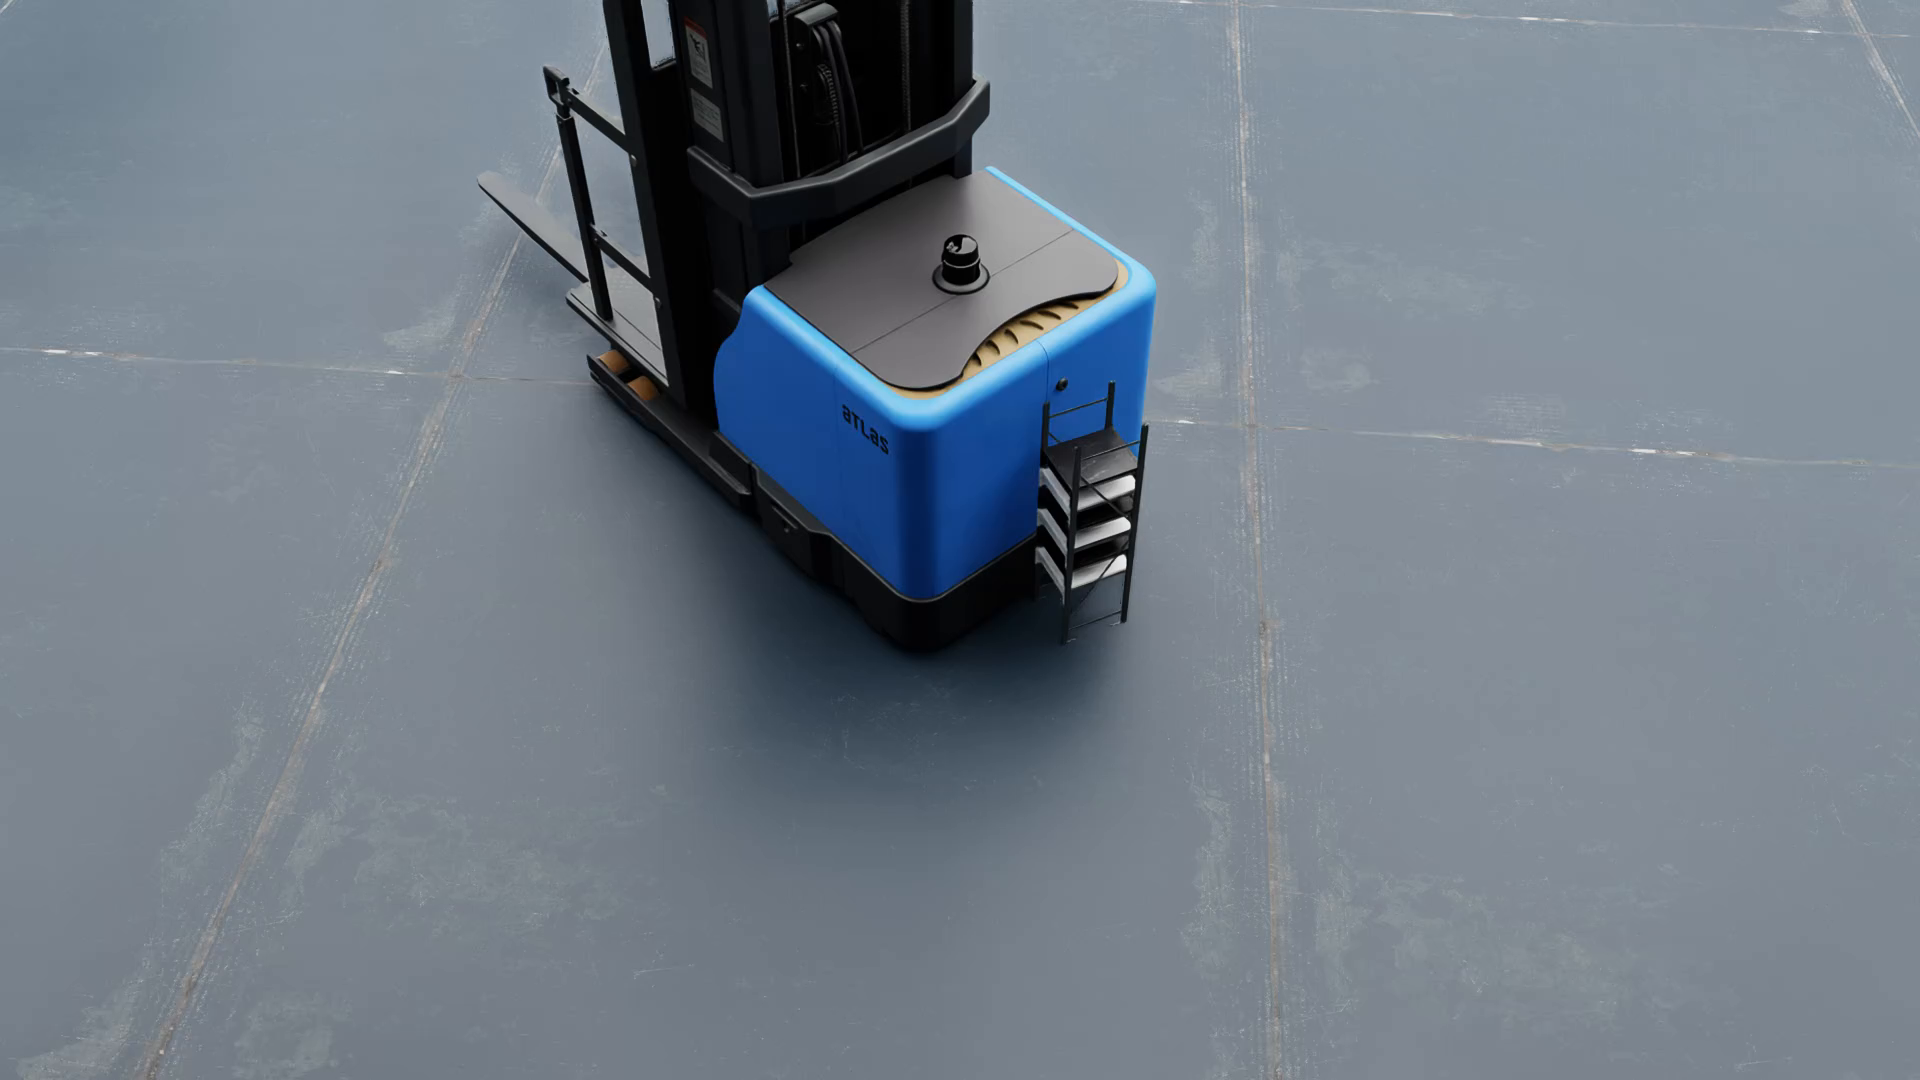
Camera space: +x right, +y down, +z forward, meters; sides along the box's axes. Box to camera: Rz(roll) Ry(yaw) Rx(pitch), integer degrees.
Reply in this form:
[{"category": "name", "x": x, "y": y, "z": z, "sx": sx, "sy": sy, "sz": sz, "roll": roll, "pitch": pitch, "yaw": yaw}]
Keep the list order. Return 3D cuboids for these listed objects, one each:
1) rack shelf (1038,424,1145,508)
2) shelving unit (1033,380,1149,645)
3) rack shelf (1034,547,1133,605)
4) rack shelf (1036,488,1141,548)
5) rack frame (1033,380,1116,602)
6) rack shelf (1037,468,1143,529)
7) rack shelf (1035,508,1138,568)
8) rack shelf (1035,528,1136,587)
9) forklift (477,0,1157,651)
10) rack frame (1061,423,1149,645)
[{"category": "rack shelf", "x": 0.397, "y": -0.226, "z": 5.026, "sx": 0.258, "sy": 0.077, "sz": 0.200, "roll": -19, "pitch": 50, "yaw": -16}, {"category": "shelving unit", "x": 0.397, "y": -0.066, "z": 5.200, "sx": 0.258, "sy": 0.900, "sz": 0.210, "roll": -19, "pitch": 50, "yaw": -16}, {"category": "rack shelf", "x": 0.397, "y": 0.078, "z": 5.358, "sx": 0.258, "sy": 0.077, "sz": 0.200, "roll": -19, "pitch": 50, "yaw": -16}, {"category": "rack shelf", "x": 0.397, "y": -0.104, "z": 5.159, "sx": 0.258, "sy": 0.077, "sz": 0.200, "roll": -19, "pitch": 50, "yaw": -16}, {"category": "rack frame", "x": 0.355, "y": -0.134, "z": 5.263, "sx": 0.240, "sy": 0.900, "sz": 0.006, "roll": -19, "pitch": 50, "yaw": -16}, {"category": "rack shelf", "x": 0.397, "y": -0.165, "z": 5.092, "sx": 0.258, "sy": 0.077, "sz": 0.200, "roll": -19, "pitch": 50, "yaw": -16}, {"category": "rack shelf", "x": 0.397, "y": -0.043, "z": 5.225, "sx": 0.258, "sy": 0.077, "sz": 0.200, "roll": -19, "pitch": 50, "yaw": -16}, {"category": "rack shelf", "x": 0.397, "y": 0.017, "z": 5.291, "sx": 0.258, "sy": 0.077, "sz": 0.200, "roll": -19, "pitch": 50, "yaw": -16}, {"category": "forklift", "x": -0.733, "y": -1.649, "z": 5.272, "sx": 1.130, "sy": 2.935, "sz": 3.031, "roll": -33, "pitch": 55, "yaw": -26}, {"category": "rack frame", "x": 0.440, "y": 0.002, "z": 5.138, "sx": 0.240, "sy": 0.900, "sz": 0.006, "roll": -19, "pitch": 50, "yaw": -16}]
